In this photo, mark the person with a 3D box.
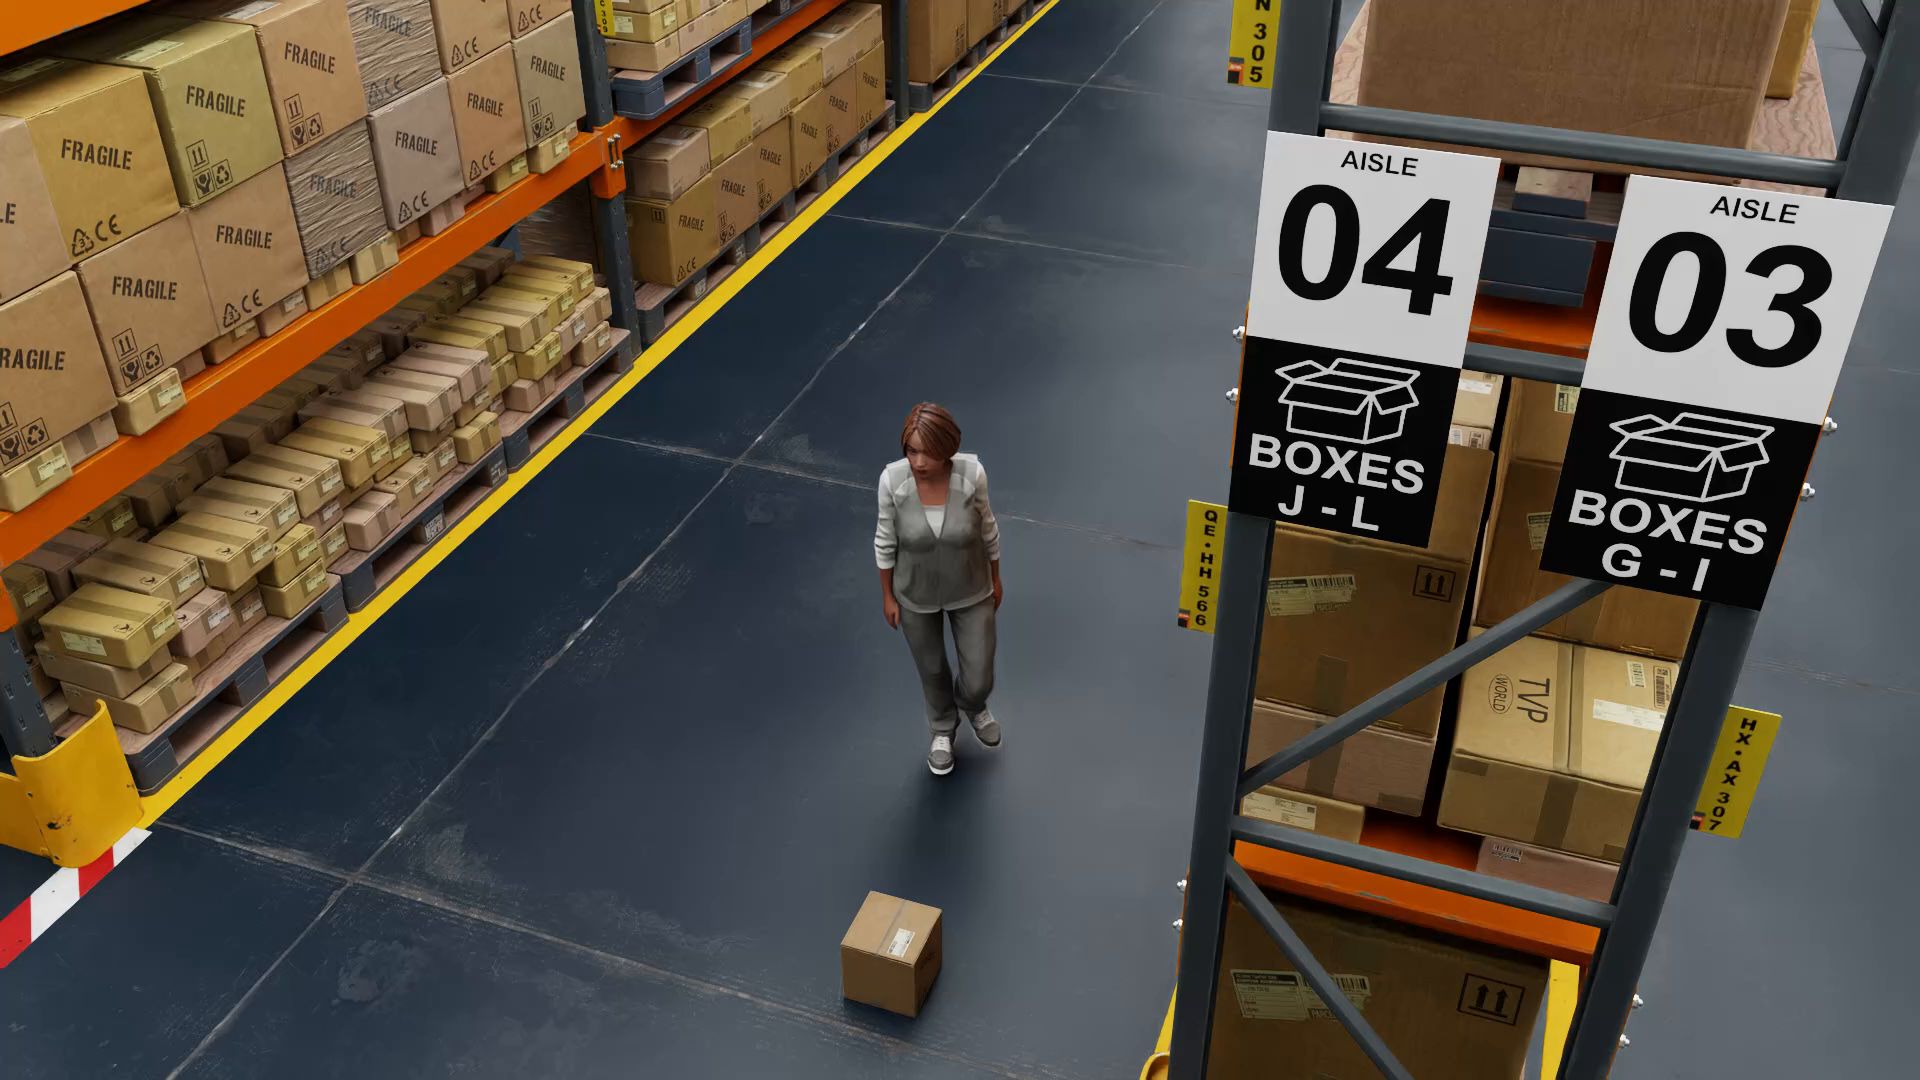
[{"bbox_3d":[-0.068,0.183,5.852,0.450,1.587,0.420,1,34,2],"label":"person"}]
